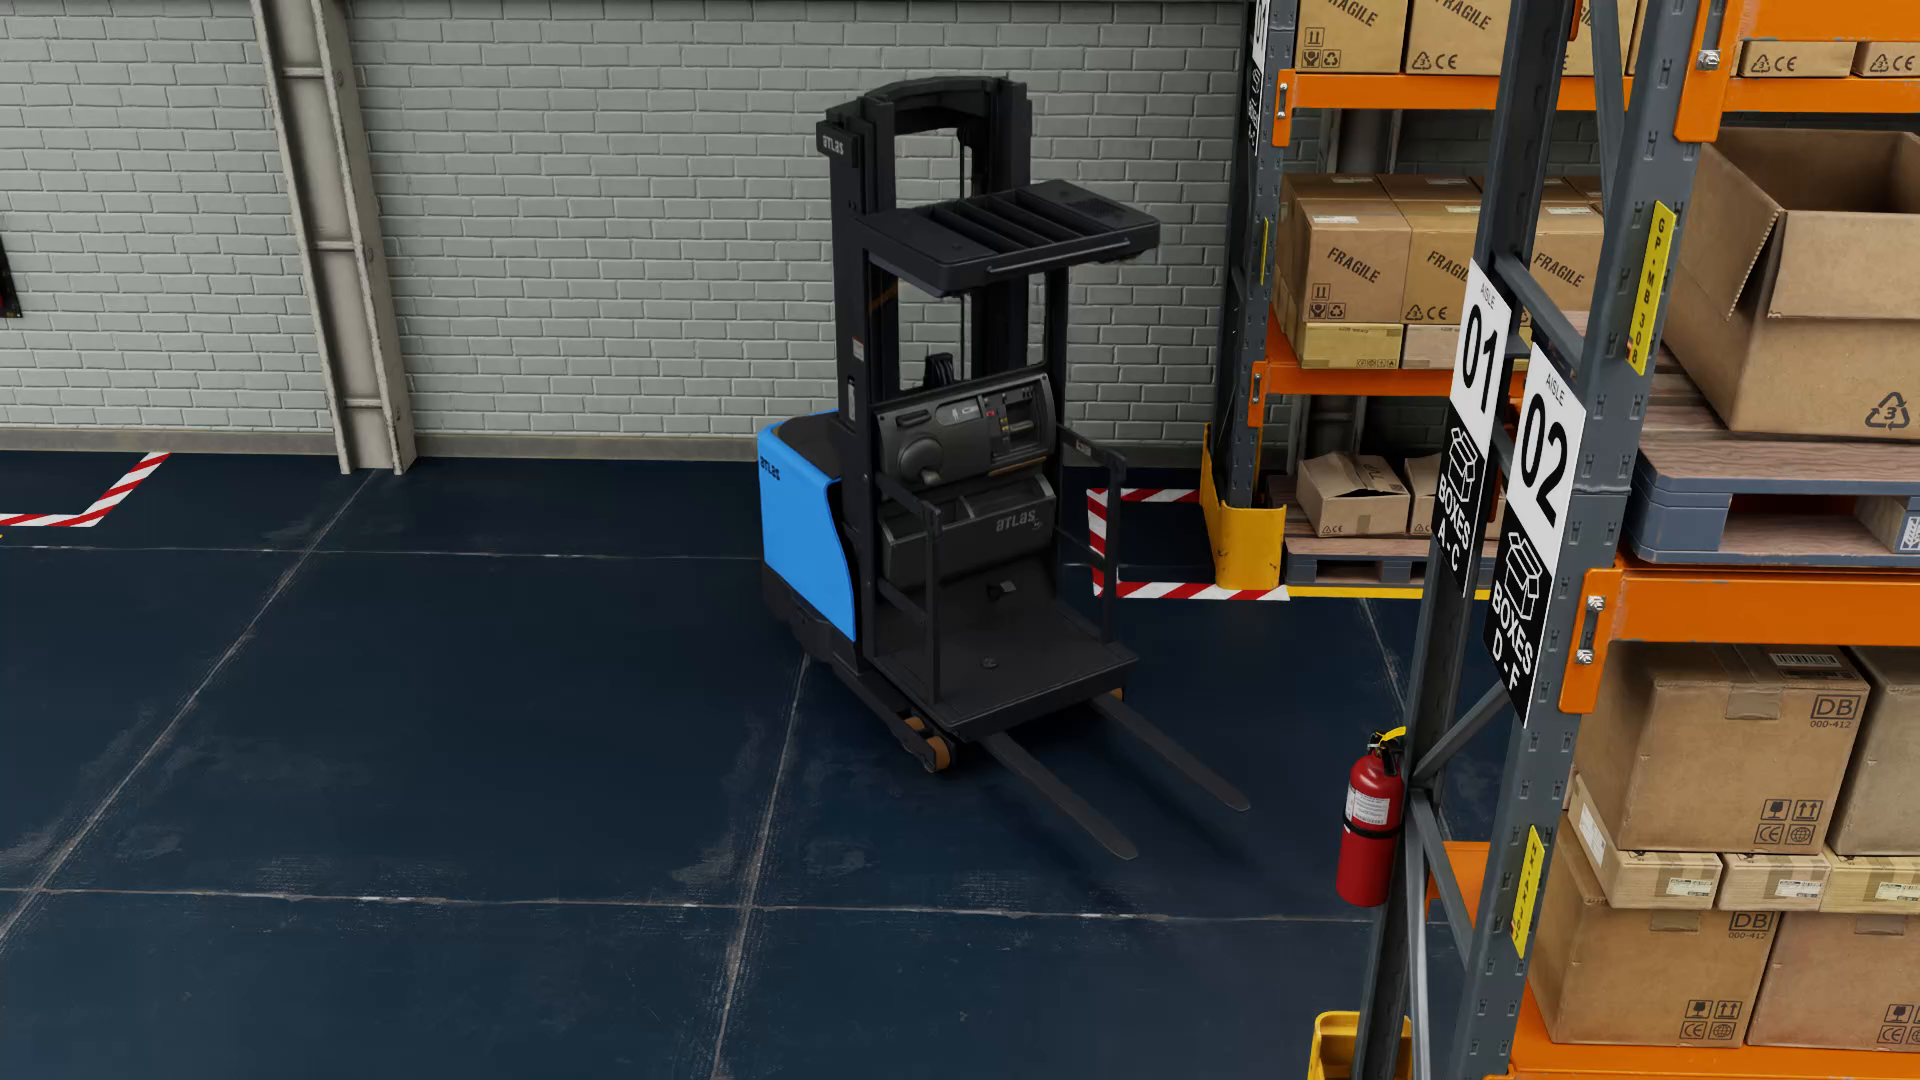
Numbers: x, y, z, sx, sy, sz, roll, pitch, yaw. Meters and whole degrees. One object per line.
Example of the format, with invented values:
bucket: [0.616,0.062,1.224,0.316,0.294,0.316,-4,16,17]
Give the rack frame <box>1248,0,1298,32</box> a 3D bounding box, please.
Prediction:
rack frame: [1.545,-3.973,7.636,0.127,3.000,1.000,1,28,2]

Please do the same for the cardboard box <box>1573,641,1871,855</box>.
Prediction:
cardboard box: [1.893,0.394,4.313,0.500,0.500,0.700,1,28,2]

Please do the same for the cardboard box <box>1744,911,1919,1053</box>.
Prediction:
cardboard box: [2.365,0.973,4.606,0.500,0.500,0.700,2,28,3]

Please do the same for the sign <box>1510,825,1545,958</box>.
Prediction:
sign: [1.349,0.839,3.956,0.005,0.325,0.100,1,28,2]

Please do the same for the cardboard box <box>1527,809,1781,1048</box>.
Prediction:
cardboard box: [1.840,0.966,4.618,0.500,0.500,0.700,1,28,2]

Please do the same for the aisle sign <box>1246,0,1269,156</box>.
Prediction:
aisle sign: [1.463,-2.332,8.170,0.004,0.787,0.394,1,28,2]

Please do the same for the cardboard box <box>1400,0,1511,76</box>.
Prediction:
cardboard box: [2.406,-2.552,8.031,0.500,0.500,0.500,3,28,5]

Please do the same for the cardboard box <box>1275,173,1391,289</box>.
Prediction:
cardboard box: [2.024,-1.688,9.069,0.500,0.500,0.500,1,28,1]

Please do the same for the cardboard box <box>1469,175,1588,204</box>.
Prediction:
cardboard box: [3.043,-1.668,9.033,0.500,0.500,0.500,0,28,0]

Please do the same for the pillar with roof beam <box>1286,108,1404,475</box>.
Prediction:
pillar with roof beam: [2.123,-2.351,4.577,0.400,9.000,9.100,1,28,2]

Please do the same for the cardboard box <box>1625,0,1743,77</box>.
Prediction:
cardboard box: [3.461,-2.547,8.021,0.500,0.500,0.500,3,28,5]

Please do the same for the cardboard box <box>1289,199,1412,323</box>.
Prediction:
cardboard box: [2.012,-1.448,8.616,0.500,0.500,0.500,1,28,2]

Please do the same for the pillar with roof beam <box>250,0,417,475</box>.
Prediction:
pillar with roof beam: [-3.873,-2.450,4.764,0.400,9.000,9.100,1,28,2]

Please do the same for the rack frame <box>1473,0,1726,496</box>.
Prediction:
rack frame: [1.374,-1.654,3.262,0.127,3.000,1.000,1,28,2]

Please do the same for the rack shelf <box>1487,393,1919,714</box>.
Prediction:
rack shelf: [3.373,0.022,4.071,4.000,0.370,1.077,1,28,2]

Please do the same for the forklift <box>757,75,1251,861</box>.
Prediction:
forklift: [0.153,-0.468,7.504,1.130,2.935,3.031,-17,32,-28]

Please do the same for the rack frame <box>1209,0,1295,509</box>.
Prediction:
rack frame: [1.545,-1.322,9.042,0.127,3.000,1.000,1,28,2]

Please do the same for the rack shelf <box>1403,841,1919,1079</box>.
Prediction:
rack shelf: [3.373,1.347,4.774,4.000,0.370,1.077,1,28,2]

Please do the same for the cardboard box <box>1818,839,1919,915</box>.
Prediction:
cardboard box: [2.272,0.781,4.275,0.250,0.149,0.380,1,28,2]

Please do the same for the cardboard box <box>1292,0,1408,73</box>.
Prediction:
cardboard box: [1.871,-2.578,8.080,0.500,0.500,0.500,2,28,3]

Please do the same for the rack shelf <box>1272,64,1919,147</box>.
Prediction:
rack shelf: [3.544,-2.297,8.445,4.000,0.370,1.077,1,28,2]

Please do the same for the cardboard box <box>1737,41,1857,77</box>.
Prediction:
cardboard box: [3.969,-2.533,7.995,0.500,0.500,0.500,0,28,0]

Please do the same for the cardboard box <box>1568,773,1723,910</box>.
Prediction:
cardboard box: [1.759,0.773,4.290,0.250,0.149,0.380,1,28,1]

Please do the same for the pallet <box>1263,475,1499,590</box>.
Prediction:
pallet: [2.432,-0.059,9.636,1.213,0.211,1.003,1,28,2]

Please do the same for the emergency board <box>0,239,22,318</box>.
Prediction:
emergency board: [-6.189,-1.873,10.081,0.643,1.169,0.194,1,28,2]

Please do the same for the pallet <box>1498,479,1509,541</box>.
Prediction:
pallet: [3.648,-0.037,9.595,1.213,0.211,1.003,1,28,2]

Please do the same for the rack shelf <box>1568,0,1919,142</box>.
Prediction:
rack shelf: [3.373,-1.126,3.462,4.000,0.370,1.077,1,28,2]

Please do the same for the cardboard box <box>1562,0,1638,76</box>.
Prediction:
cardboard box: [2.925,-2.546,8.019,0.500,0.500,0.500,2,28,4]

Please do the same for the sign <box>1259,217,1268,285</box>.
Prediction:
sign: [1.526,-1.451,8.360,0.005,0.325,0.100,1,28,2]

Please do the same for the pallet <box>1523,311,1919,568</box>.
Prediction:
pallet: [2.080,-0.266,3.941,1.213,0.211,1.003,1,28,2]

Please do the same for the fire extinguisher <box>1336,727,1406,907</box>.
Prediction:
fire extinguisher: [1.272,0.811,5.099,0.183,0.674,0.296,1,28,2]

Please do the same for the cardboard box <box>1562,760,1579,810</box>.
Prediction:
cardboard box: [1.763,0.583,4.648,0.250,0.149,0.380,0,28,1]

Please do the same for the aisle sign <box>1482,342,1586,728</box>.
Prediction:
aisle sign: [1.298,-0.010,3.790,0.004,0.787,0.394,1,28,2]

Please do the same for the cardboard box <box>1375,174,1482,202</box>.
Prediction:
cardboard box: [2.527,-1.675,9.045,0.500,0.500,0.500,1,28,2]

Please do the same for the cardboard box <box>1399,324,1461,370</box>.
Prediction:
cardboard box: [2.541,-1.106,8.773,0.500,0.250,0.500,0,28,0]

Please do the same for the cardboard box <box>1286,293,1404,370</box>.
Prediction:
cardboard box: [2.022,-1.108,8.776,0.500,0.250,0.500,0,28,0]

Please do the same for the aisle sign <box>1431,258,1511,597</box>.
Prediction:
aisle sign: [1.319,-0.291,4.320,0.004,0.787,0.394,1,28,2]

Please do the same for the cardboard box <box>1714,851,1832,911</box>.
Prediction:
cardboard box: [2.023,0.776,4.284,0.250,0.149,0.380,0,28,0]

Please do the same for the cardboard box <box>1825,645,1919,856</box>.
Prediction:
cardboard box: [2.419,0.400,4.301,0.500,0.500,0.700,0,28,0]

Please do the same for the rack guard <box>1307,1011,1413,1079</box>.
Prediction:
rack guard: [1.350,2.101,5.254,0.348,0.500,1.175,1,28,2]

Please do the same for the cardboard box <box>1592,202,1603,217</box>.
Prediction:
cardboard box: [3.538,-1.420,8.565,0.500,0.500,0.500,2,28,3]

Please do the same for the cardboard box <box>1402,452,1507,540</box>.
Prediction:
cardboard box: [2.803,-0.266,9.449,0.500,0.311,0.500,3,28,6]

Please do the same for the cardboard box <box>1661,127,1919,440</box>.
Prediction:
cardboard box: [1.948,-0.610,3.788,0.637,0.503,0.797,3,28,5]

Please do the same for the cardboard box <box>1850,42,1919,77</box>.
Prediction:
cardboard box: [4.524,-2.541,8.011,0.500,0.500,0.500,-1,28,-3]

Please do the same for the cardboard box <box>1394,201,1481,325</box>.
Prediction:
cardboard box: [2.505,-1.435,8.592,0.500,0.500,0.500,1,28,2]

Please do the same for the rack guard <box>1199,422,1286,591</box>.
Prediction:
rack guard: [1.621,-0.217,9.625,0.348,0.500,1.175,1,28,2]

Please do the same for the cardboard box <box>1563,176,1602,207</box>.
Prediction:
cardboard box: [3.547,-1.660,9.017,0.500,0.500,0.500,1,28,2]

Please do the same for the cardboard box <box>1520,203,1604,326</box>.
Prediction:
cardboard box: [3.021,-1.423,8.570,0.500,0.500,0.500,0,28,0]

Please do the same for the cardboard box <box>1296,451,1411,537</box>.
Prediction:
cardboard box: [2.234,-0.275,9.467,0.500,0.311,0.500,-2,28,-4]

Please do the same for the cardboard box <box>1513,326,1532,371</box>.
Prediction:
cardboard box: [3.050,-1.095,8.752,0.500,0.250,0.500,1,28,1]

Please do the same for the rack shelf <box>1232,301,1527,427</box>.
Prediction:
rack shelf: [3.544,-0.971,9.148,4.000,0.370,1.077,1,28,2]

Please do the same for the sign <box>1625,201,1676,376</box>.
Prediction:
sign: [1.349,-0.490,3.252,0.005,0.325,0.100,1,28,2]

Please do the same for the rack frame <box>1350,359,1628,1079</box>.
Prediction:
rack frame: [1.374,0.997,4.667,0.127,3.000,1.000,1,28,2]

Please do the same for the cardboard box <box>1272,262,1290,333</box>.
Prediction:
cardboard box: [2.019,-1.348,9.229,0.500,0.250,0.500,1,28,3]
